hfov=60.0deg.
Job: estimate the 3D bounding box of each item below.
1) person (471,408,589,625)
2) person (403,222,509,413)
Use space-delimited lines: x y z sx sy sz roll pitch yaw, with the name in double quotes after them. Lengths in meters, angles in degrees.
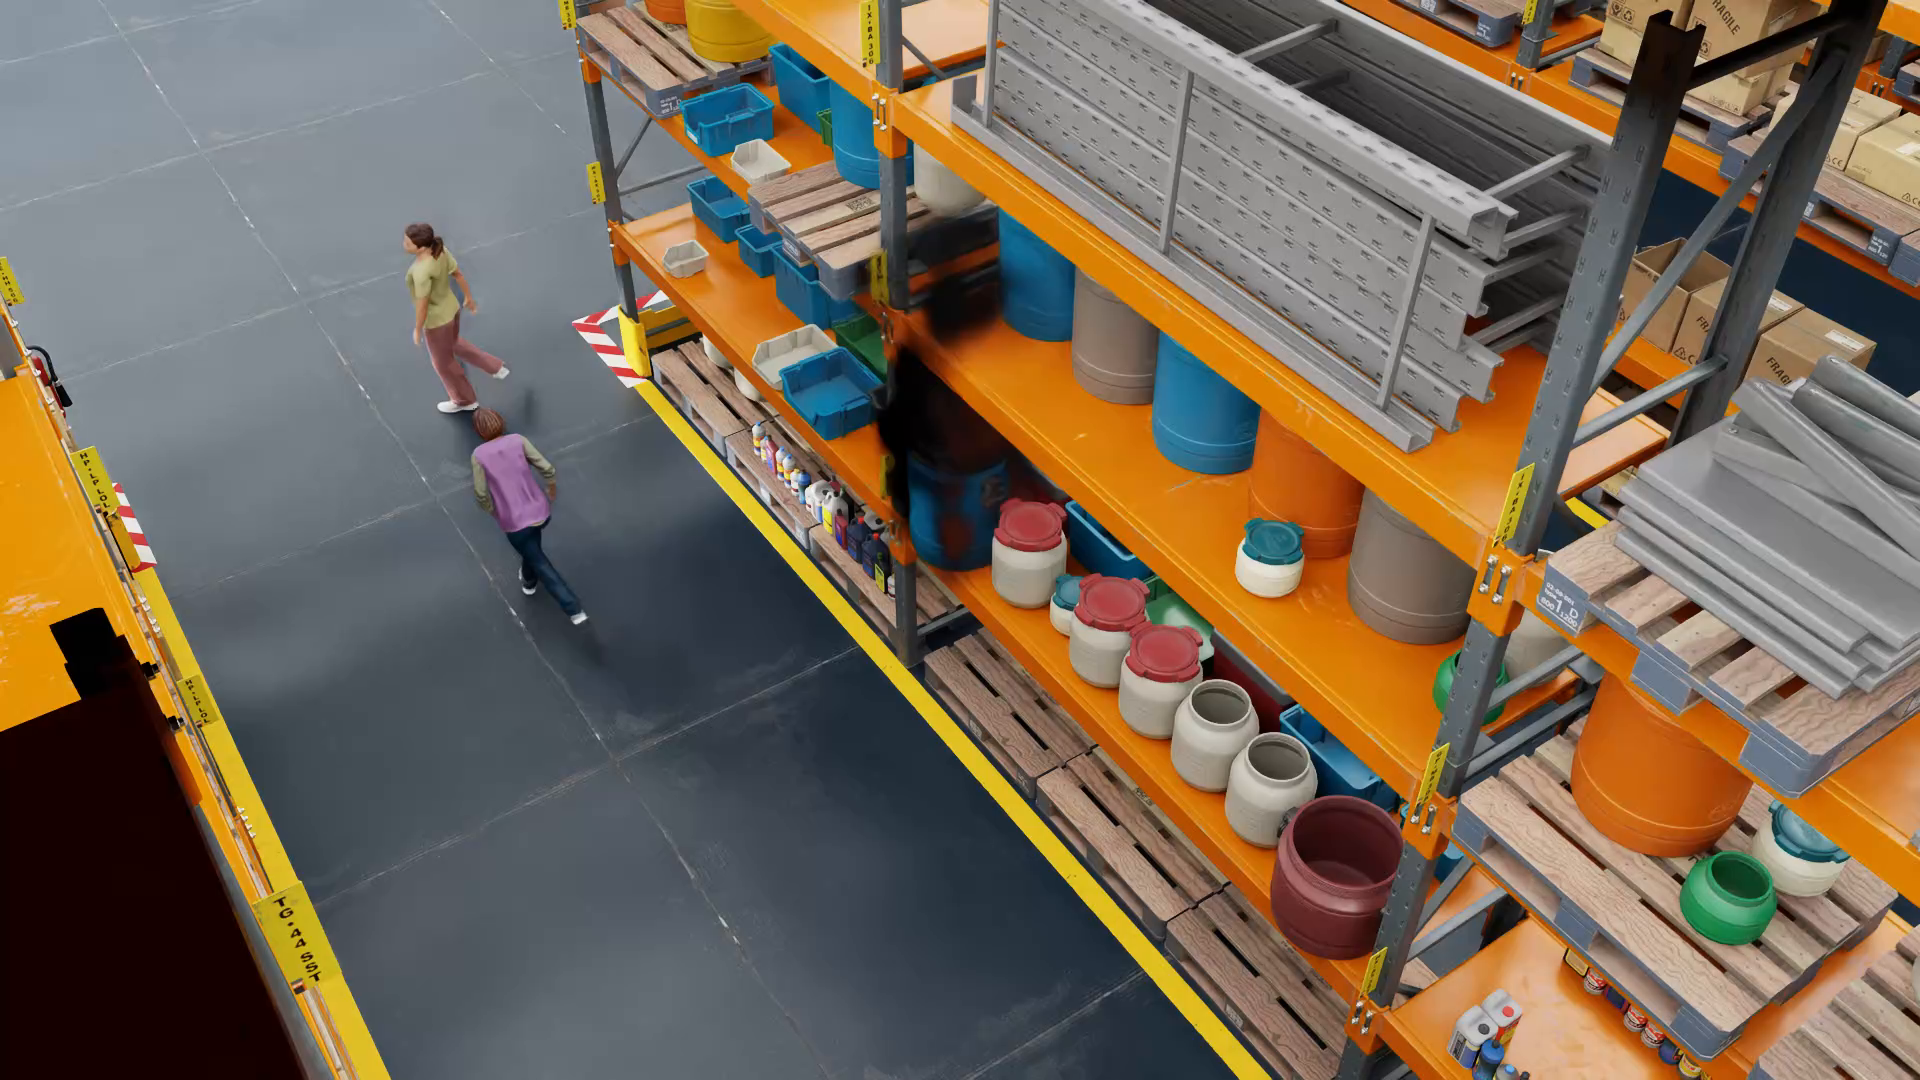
-2.777 -0.078 10.779 0.520 1.449 0.977 -25 48 -25 "person"
-3.751 -1.664 12.333 0.538 1.668 0.594 4 43 4 "person"
